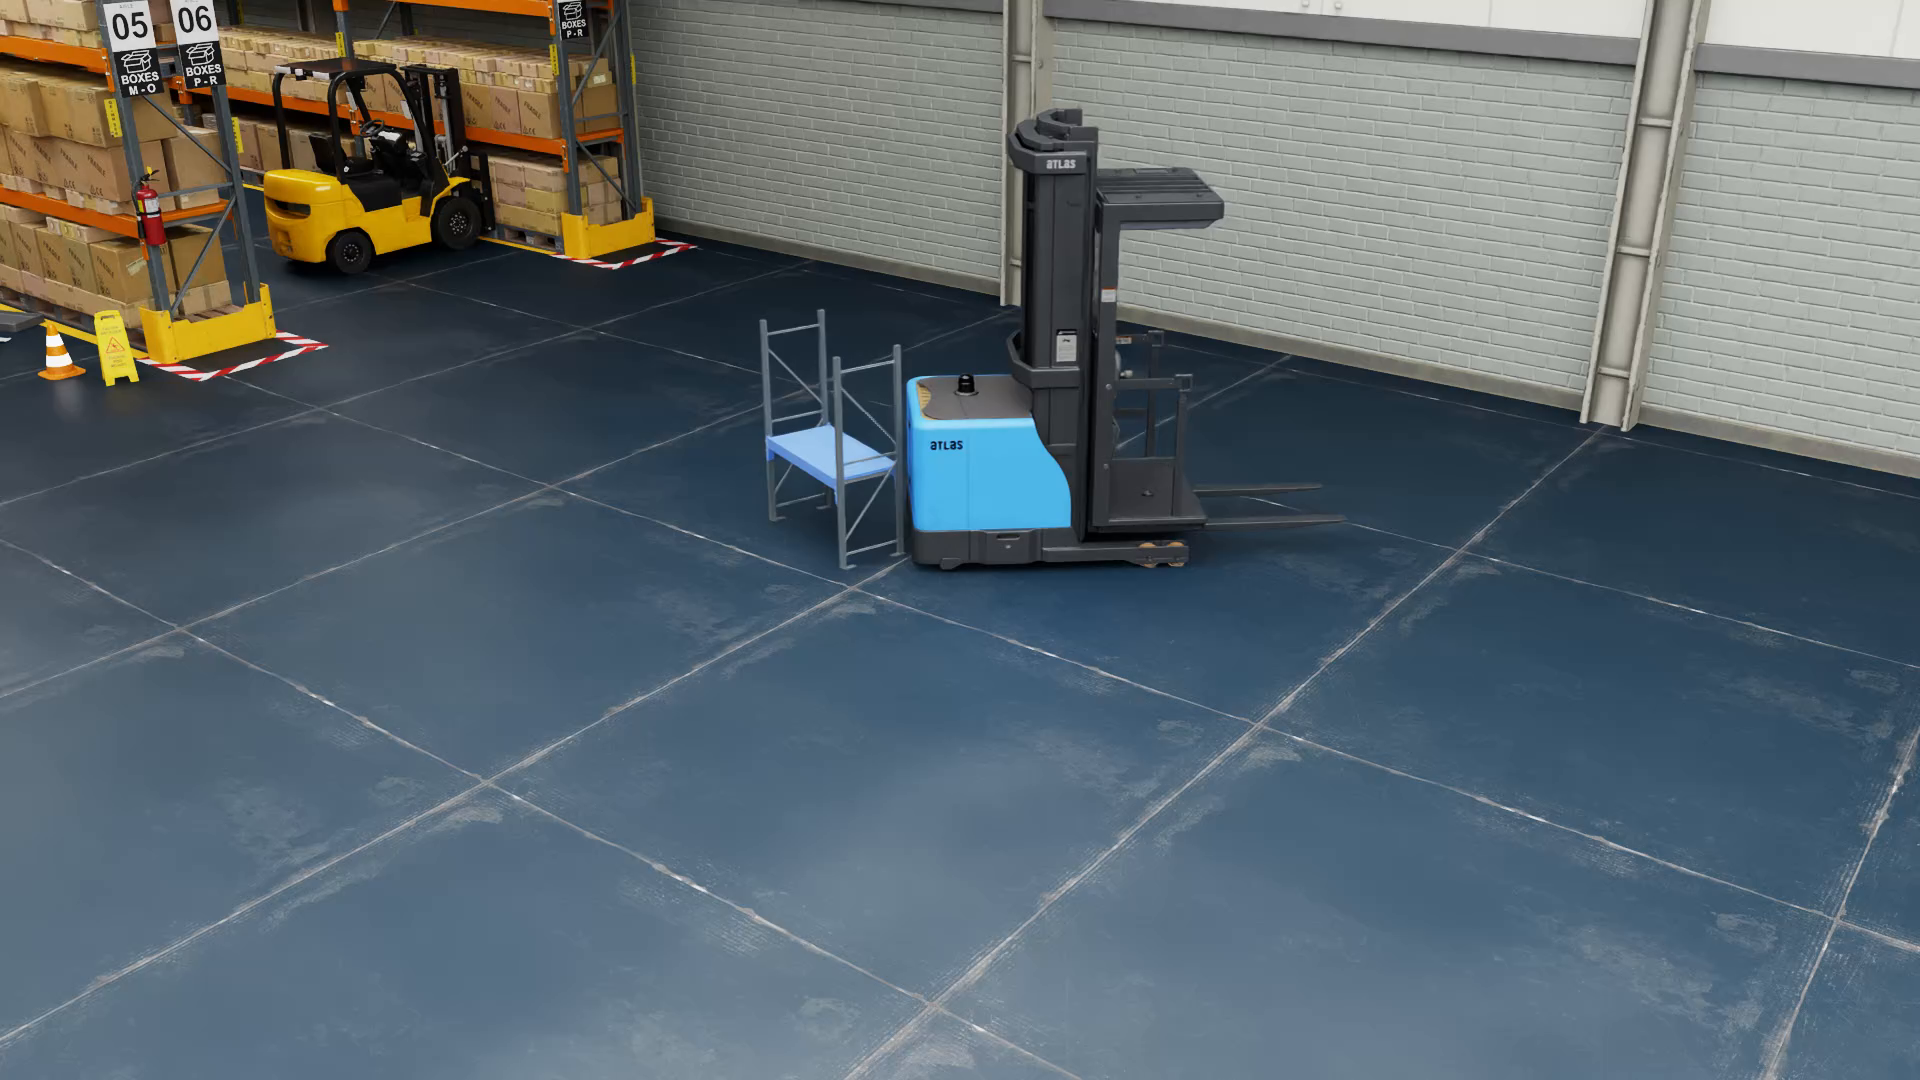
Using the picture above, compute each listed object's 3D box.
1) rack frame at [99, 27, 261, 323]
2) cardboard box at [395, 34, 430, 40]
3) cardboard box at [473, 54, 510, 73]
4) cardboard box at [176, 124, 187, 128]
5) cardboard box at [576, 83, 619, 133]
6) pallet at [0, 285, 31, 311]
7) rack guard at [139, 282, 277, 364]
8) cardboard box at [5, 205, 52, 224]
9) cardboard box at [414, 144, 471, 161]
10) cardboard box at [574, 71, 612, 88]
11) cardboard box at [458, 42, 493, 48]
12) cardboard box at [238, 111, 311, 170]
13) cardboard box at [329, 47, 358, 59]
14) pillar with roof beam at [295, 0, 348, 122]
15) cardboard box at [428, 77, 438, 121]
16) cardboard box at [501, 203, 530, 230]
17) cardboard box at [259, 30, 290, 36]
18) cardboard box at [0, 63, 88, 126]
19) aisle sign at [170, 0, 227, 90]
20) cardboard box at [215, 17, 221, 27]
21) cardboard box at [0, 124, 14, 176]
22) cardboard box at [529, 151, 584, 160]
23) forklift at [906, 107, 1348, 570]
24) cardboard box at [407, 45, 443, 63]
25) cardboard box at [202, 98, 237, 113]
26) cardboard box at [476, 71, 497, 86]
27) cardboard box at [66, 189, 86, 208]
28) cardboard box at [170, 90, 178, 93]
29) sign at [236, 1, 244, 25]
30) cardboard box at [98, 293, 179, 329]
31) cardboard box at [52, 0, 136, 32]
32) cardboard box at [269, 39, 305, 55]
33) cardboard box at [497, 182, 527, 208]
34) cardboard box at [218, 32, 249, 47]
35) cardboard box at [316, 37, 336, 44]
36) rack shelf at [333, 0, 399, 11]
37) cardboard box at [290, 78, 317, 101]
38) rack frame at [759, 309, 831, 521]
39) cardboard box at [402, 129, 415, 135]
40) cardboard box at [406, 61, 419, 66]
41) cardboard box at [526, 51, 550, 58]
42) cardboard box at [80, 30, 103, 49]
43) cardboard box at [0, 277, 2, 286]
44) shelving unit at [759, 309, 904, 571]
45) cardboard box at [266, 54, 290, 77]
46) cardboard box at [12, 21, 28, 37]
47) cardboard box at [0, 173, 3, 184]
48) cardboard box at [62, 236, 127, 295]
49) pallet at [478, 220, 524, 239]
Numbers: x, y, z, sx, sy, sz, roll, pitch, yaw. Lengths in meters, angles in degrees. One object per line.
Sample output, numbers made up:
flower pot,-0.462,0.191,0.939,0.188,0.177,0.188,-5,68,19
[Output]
rack frame,-7.094,-3.208,15.311,0.127,3.000,1.000,17,29,33
cardboard box,-6.884,-6.277,20.978,0.250,0.149,0.380,17,29,33
cardboard box,-5.404,-5.523,19.268,0.250,0.149,0.380,18,29,35
cardboard box,-7.723,-3.718,15.976,0.500,0.500,0.500,18,29,35
cardboard box,-4.350,-5.066,19.403,0.500,0.500,0.500,18,29,35
pallet,-9.736,-2.748,17.726,1.213,0.211,1.003,17,29,33
rack guard,-7.155,-2.083,15.857,0.348,0.500,1.175,17,29,33
cardboard box,-9.291,-3.282,16.634,0.250,0.149,0.380,19,30,36
cardboard box,-6.314,-4.707,20.363,0.500,0.250,0.500,18,29,35
cardboard box,-4.236,-5.319,19.173,0.250,0.149,0.380,16,28,32
cardboard box,-5.879,-5.957,20.252,0.250,0.149,0.380,16,29,33
cardboard box,-9.503,-5.540,23.027,0.625,0.625,0.875,18,29,35
cardboard box,-7.727,-6.131,21.017,0.250,0.149,0.380,18,29,35
pillar with roof beam,-11.520,-8.077,18.921,0.400,9.000,9.100,17,29,33
cardboard box,-6.290,-5.389,20.137,0.500,0.500,0.500,16,29,33
cardboard box,-5.078,-3.879,19.724,0.500,0.250,0.500,17,29,33
cardboard box,-9.292,-6.840,22.625,0.250,0.149,0.380,17,29,33
cardboard box,-8.820,-4.281,16.013,0.500,0.500,0.700,17,29,33
aisle sign,-6.859,-4.483,14.980,0.004,0.787,0.394,17,29,33
cardboard box,-10.840,-7.158,23.631,0.500,0.500,0.500,18,30,36
cardboard box,-9.300,-3.921,16.437,0.500,0.500,0.500,17,29,33
cardboard box,-4.793,-4.499,19.890,0.500,0.250,0.500,17,29,33
forklift,1.154,-1.364,11.211,3.031,2.935,1.130,-2,24,-4
cardboard box,-6.403,-5.841,19.990,0.250,0.149,0.380,16,29,32
cardboard box,-10.752,-6.317,24.141,0.250,0.149,0.380,19,30,36
cardboard box,-5.392,-5.394,19.344,0.250,0.149,0.380,16,28,32
cardboard box,-8.207,-3.261,15.744,0.250,0.149,0.380,17,29,34
cardboard box,-11.819,-6.612,24.812,0.250,0.149,0.380,17,29,34
sign,-10.191,-7.455,23.513,0.005,0.325,0.100,17,29,33
cardboard box,-7.921,-2.256,16.041,0.500,0.250,0.500,17,29,33
cardboard box,-7.665,-4.685,14.760,0.500,0.250,0.500,16,29,33
cardboard box,-8.768,-6.431,21.697,0.250,0.149,0.380,17,29,34
cardboard box,-5.092,-4.115,19.638,0.500,0.250,0.500,16,29,33
cardboard box,-9.791,-6.738,22.395,0.250,0.149,0.380,17,29,34
cardboard box,-8.257,-6.541,21.946,0.250,0.149,0.380,17,29,33
rack shelf,-8.921,-7.305,21.781,4.000,0.370,1.077,17,29,33
cardboard box,-8.287,-5.866,21.530,0.500,0.250,0.500,17,29,33
rack frame,-1.168,-0.882,11.891,0.500,1.500,0.032,-15,28,-30
cardboard box,-6.811,-5.113,21.283,0.500,0.250,0.500,17,29,34
cardboard box,-6.428,-5.695,20.026,0.250,0.149,0.380,16,29,33
cardboard box,-4.859,-5.637,19.527,0.250,0.149,0.380,17,29,34
cardboard box,-7.547,-4.462,14.748,0.250,0.149,0.380,17,29,34
cardboard box,-9.985,-2.880,17.455,0.500,0.250,0.500,15,28,31
shelving unit,-0.887,-0.711,11.504,0.538,1.500,1.048,-15,28,-30
cardboard box,-8.689,-6.222,21.717,0.500,0.250,0.500,17,29,34
cardboard box,-8.555,-4.781,15.471,0.250,0.149,0.380,16,28,32
cardboard box,-9.362,-3.657,16.640,0.250,0.149,0.380,17,29,33
cardboard box,-8.311,-2.720,16.162,0.500,0.500,0.500,18,30,35
pallet,-5.729,-4.001,20.569,1.213,0.211,1.003,17,29,33
